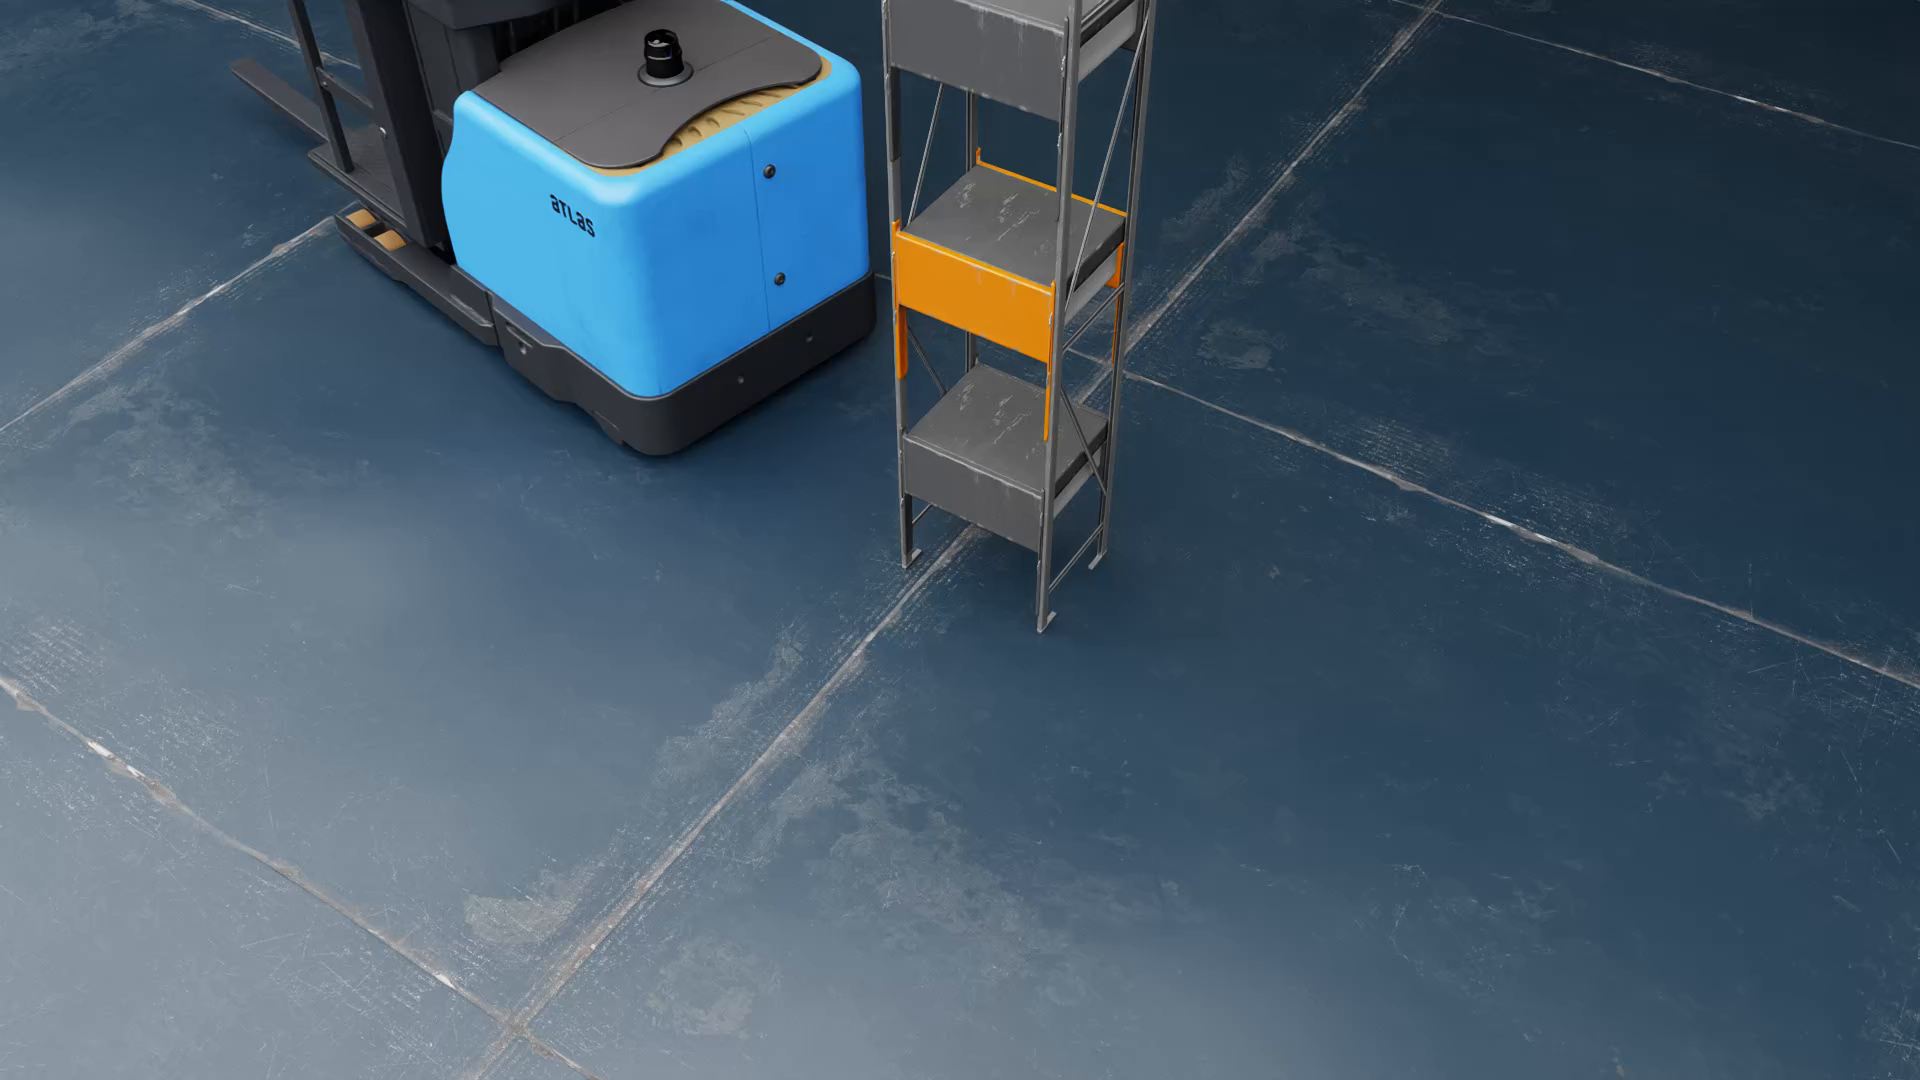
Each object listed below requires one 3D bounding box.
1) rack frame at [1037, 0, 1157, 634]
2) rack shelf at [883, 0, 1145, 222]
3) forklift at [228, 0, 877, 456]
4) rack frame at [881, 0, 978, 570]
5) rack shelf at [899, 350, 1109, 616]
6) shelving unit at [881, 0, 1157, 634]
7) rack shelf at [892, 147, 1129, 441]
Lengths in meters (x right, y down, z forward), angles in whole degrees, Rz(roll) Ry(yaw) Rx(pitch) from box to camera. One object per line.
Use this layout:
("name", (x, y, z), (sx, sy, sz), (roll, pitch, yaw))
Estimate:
("rack frame", (0.345, -0.573, 4.343), (0.015, 2.100, 0.400), (25, 51, 22))
("rack shelf", (0.139, -1.146, 3.942), (0.480, 0.518, 0.431), (25, 51, 22))
("forklift", (-1.700, -2.242, 5.385), (3.031, 2.935, 1.130), (35, 55, 29))
("rack frame", (-0.066, -0.762, 4.526), (0.015, 2.100, 0.400), (25, 51, 22))
("rack shelf", (0.139, -0.170, 4.946), (0.480, 0.518, 0.431), (25, 51, 22))
("shelving unit", (0.139, -0.668, 4.435), (0.503, 2.100, 0.431), (25, 51, 22))
("rack shelf", (0.139, -0.658, 4.444), (0.480, 0.518, 0.431), (25, 51, 22))
